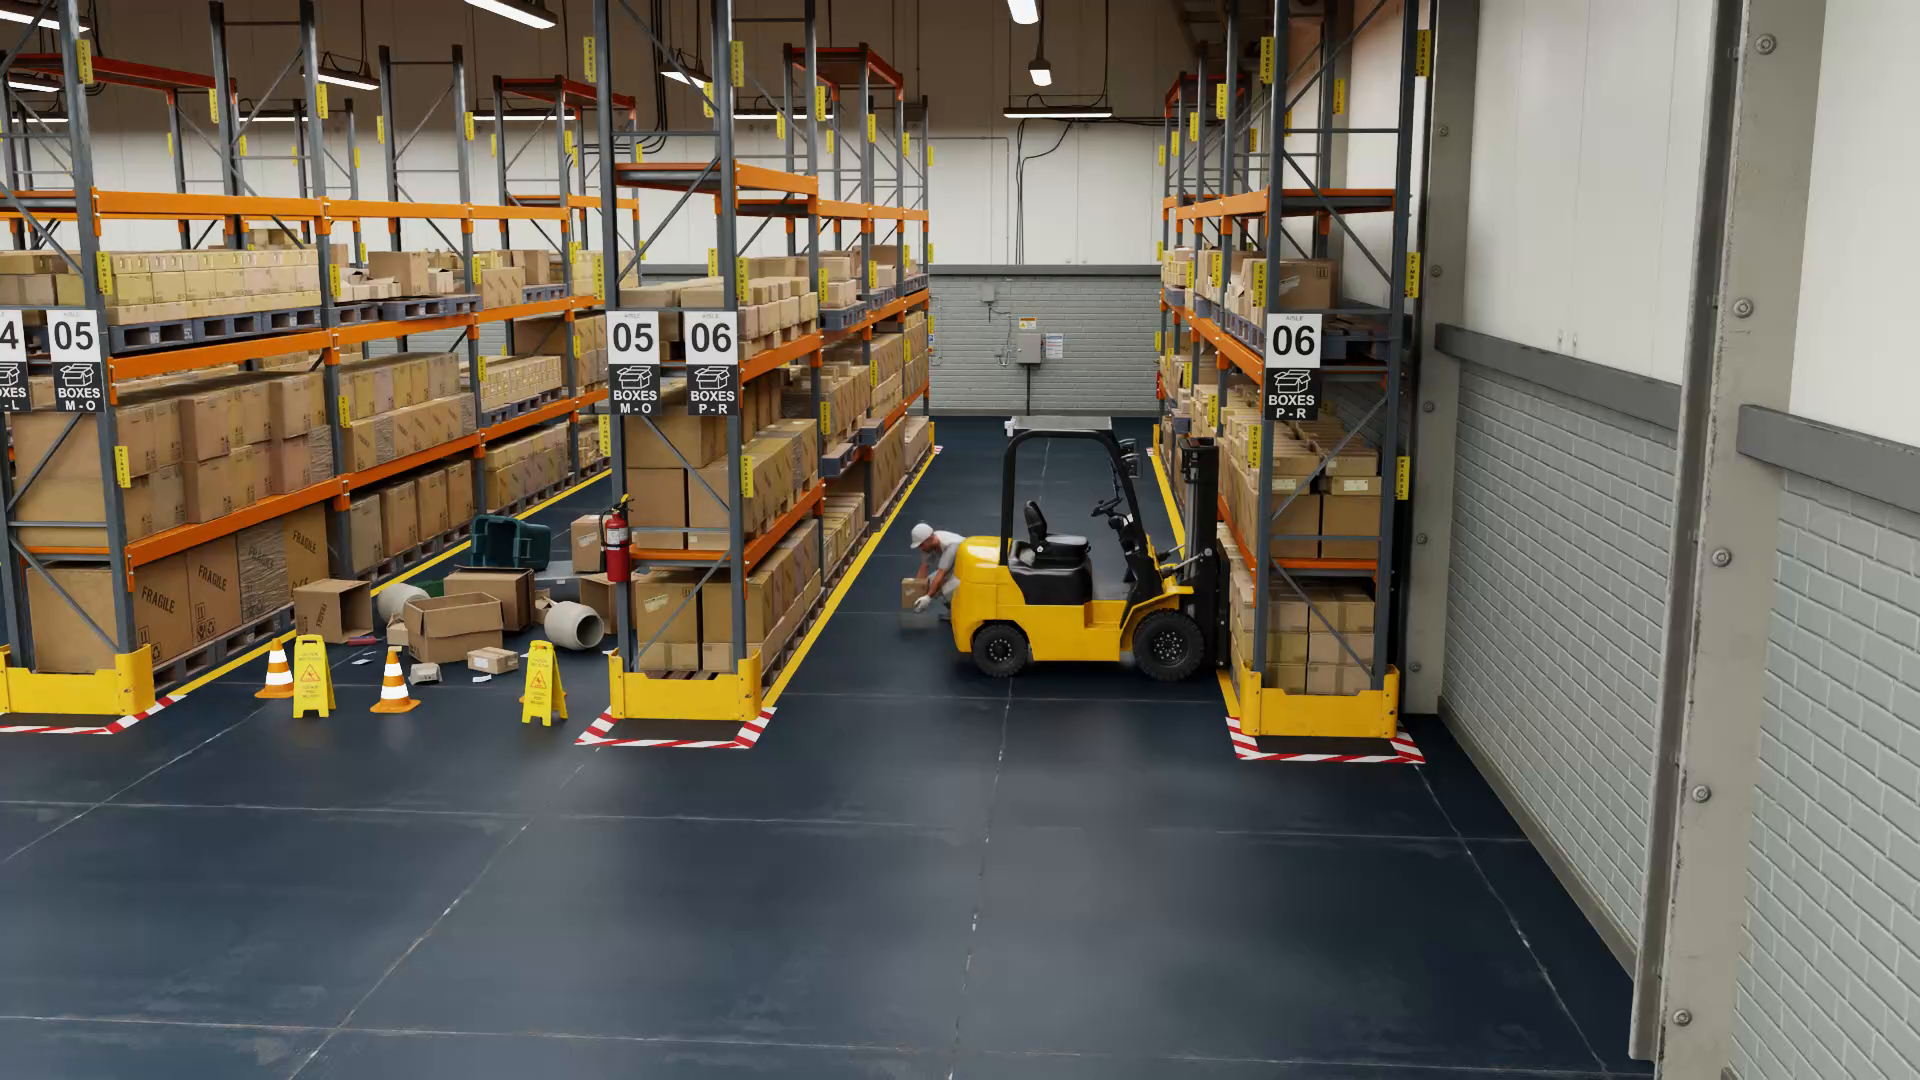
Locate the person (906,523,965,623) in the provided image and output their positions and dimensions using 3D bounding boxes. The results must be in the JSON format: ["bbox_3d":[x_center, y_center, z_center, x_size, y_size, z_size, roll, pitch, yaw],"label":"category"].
[{"bbox_3d":[-0.113,0.315,16.259,0.886,1.027,0.573,-5,12,-25],"label":"person"}]
